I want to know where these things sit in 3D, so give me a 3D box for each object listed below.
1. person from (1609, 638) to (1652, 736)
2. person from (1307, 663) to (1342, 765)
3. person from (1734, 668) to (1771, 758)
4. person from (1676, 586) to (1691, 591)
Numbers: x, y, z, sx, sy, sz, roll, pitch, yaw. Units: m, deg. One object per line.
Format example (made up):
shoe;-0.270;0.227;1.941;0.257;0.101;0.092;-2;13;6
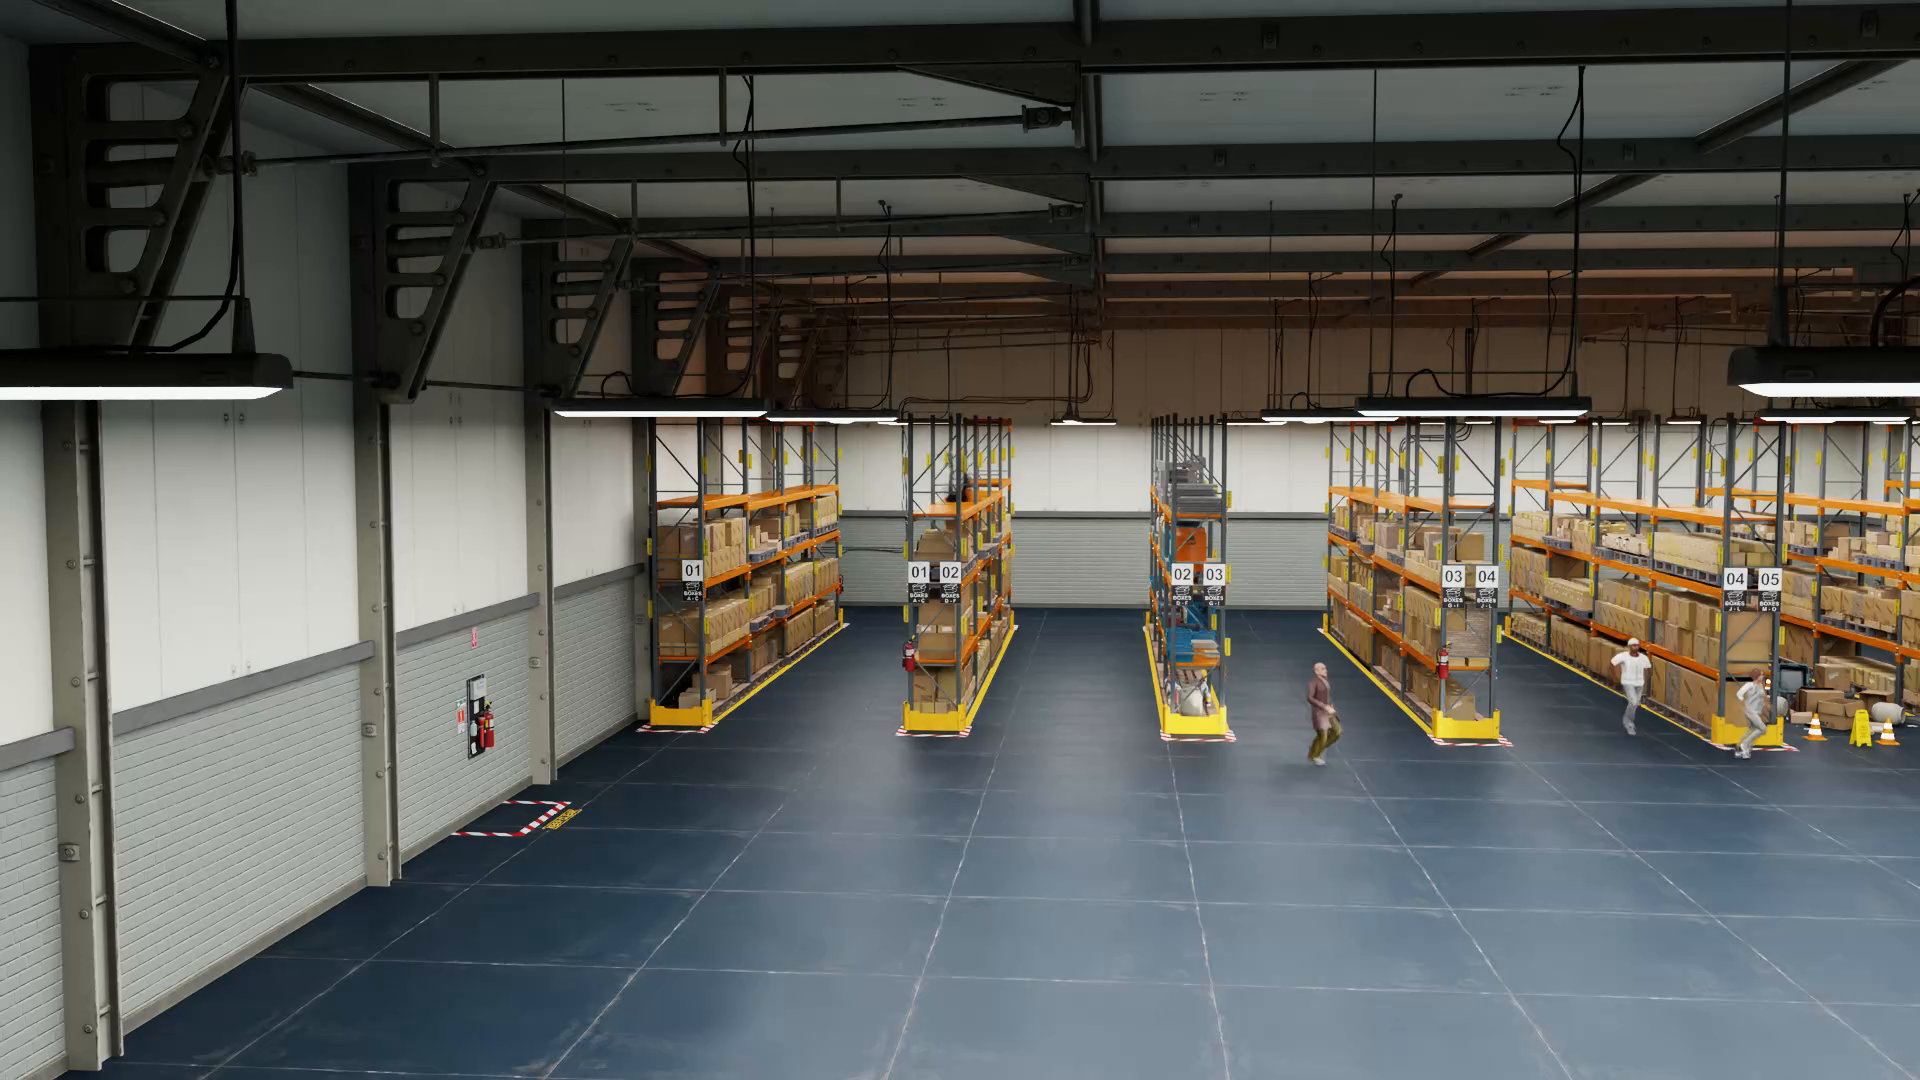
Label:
person;12.615;2.745;31.182;0.674;1.830;0.764;-1;4;-9
person;6.180;2.961;28.262;0.607;1.718;0.722;4;5;44
person;13.715;2.993;28.756;0.574;1.555;0.529;4;5;42
person;20.441;1.699;47.112;0.630;1.696;0.724;1;4;19
